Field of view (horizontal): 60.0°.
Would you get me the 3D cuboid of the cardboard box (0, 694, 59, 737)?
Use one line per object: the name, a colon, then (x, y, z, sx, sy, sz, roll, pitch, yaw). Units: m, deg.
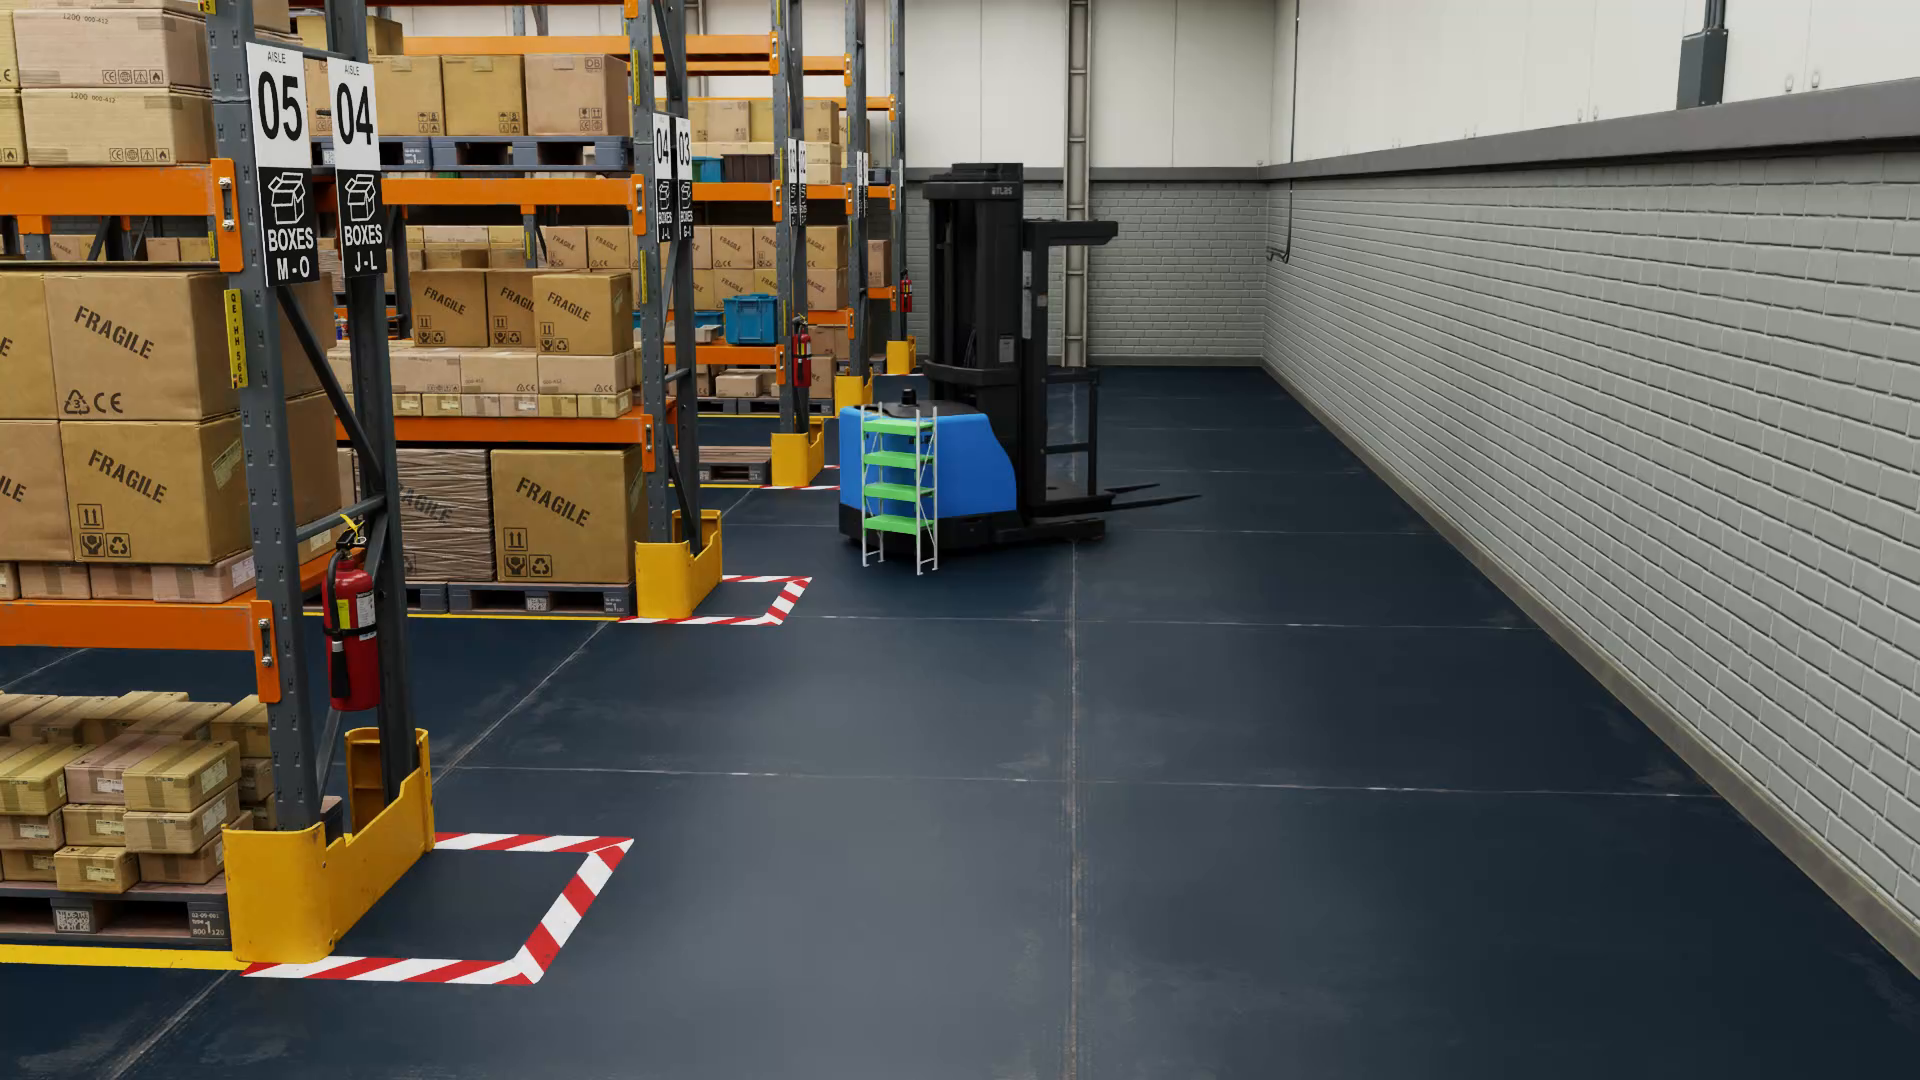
cardboard box: (-3.914, 0.758, 6.804, 0.250, 0.149, 0.380, 1, 12, 6)

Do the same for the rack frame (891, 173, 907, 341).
rack frame: (-0.934, -4.111, 25.595, 0.127, 3.000, 1.000, 1, 12, 4)

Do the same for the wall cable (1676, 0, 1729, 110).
wall cable: (3.484, -4.805, 6.402, 0.120, 5.999, 2.277, 1, 12, 4)

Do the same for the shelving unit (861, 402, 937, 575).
shelving unit: (-0.444, -0.382, 12.165, 0.503, 1.200, 0.258, 8, 14, 32)

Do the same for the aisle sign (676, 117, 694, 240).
aisle sign: (-1.835, -2.408, 11.104, 0.004, 0.787, 0.394, 1, 12, 4)

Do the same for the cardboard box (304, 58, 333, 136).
cardboard box: (-4.085, -2.859, 10.768, 0.500, 0.500, 0.700, 1, 12, 6)

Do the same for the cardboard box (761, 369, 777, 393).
cardboard box: (-2.284, -2.041, 21.338, 0.500, 0.250, 0.500, 1, 12, 4)

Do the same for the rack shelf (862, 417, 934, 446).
rack shelf: (-0.444, -0.789, 12.079, 0.480, 0.148, 0.258, 8, 14, 32)

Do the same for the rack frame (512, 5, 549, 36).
rack frame: (-5.252, -6.090, 20.404, 0.127, 3.000, 1.000, 1, 12, 4)

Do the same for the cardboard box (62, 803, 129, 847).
cardboard box: (-3.162, 1.017, 6.289, 0.250, 0.149, 0.380, 1, 12, 2)

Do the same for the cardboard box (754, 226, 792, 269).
cardboard box: (-2.228, -3.594, 20.437, 0.500, 0.500, 0.500, 1, 12, 5)

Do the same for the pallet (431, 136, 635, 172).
pallet: (-2.668, -2.508, 10.822, 1.213, 0.211, 1.003, 1, 12, 4)

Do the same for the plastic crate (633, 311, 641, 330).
plastic crate: (-3.134, -2.123, 16.354, 0.300, 0.233, 0.416, 1, 12, 4)

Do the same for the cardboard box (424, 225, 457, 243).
cardboard box: (-7.944, -4.726, 25.683, 0.500, 0.250, 0.500, 1, 12, 3)

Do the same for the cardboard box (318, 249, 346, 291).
cardboard box: (-7.708, -3.426, 21.049, 0.500, 0.500, 0.700, 3, 12, 14)

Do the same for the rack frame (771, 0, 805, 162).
rack frame: (-1.596, -5.023, 15.305, 0.127, 3.000, 1.000, 1, 12, 4)

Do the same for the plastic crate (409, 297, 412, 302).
plastic crate: (-5.099, -2.227, 16.479, 0.575, 0.384, 0.392, 1, 12, 4)

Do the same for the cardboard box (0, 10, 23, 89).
cardboard box: (-3.346, -1.664, 5.715, 0.500, 0.250, 0.500, 0, 12, 2)

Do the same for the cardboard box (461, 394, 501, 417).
cardboard box: (-3.064, -0.900, 10.860, 0.250, 0.149, 0.380, 1, 12, 5)

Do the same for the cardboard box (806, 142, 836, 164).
cardboard box: (-1.791, -4.693, 20.198, 0.500, 0.250, 0.500, 1, 12, 4)

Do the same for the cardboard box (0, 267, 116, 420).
cardboard box: (-3.338, -0.710, 5.922, 0.500, 0.500, 0.500, 0, 12, 2)

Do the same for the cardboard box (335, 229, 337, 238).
cardboard box: (-9.584, -4.802, 25.996, 0.250, 0.149, 0.380, -1, 12, -6)

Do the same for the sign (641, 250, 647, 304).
sign: (-1.977, -1.647, 10.410, 0.005, 0.325, 0.100, 1, 12, 4)

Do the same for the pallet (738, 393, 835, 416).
pallet: (-2.133, -1.746, 21.098, 1.213, 0.211, 1.003, 1, 12, 4)

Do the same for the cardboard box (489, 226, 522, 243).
cardboard box: (-6.935, -4.714, 25.626, 0.500, 0.250, 0.500, 1, 12, 3)

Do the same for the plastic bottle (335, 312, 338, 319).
plastic bottle: (-6.271, -2.172, 16.639, 0.097, 0.271, 0.097, 0, 12, 0)

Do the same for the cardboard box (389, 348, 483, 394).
cardboard box: (-3.442, -1.114, 10.906, 0.500, 0.250, 0.500, 0, 12, 2)

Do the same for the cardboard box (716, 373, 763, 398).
cardboard box: (-2.766, -1.945, 20.879, 0.500, 0.250, 0.500, 1, 12, 4)

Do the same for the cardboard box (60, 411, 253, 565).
cardboard box: (-2.825, -0.211, 5.982, 0.500, 0.500, 0.500, 1, 12, 5)

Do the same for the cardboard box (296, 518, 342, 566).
cardboard box: (-2.661, -0.012, 6.612, 0.250, 0.149, 0.380, 1, 12, 3)

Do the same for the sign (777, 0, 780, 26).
sign: (-1.617, -4.753, 14.800, 0.005, 0.325, 0.100, 1, 12, 4)

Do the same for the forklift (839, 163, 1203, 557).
forklift: (0.575, -1.502, 13.289, 3.031, 2.935, 1.130, -7, 14, -29)

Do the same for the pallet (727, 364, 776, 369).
pallet: (-2.951, -2.758, 25.938, 1.213, 0.211, 1.003, 1, 12, 4)

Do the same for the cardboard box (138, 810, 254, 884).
cardboard box: (-2.898, 1.162, 6.324, 0.250, 0.149, 0.380, 1, 12, 5)

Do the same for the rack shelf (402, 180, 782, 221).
rack shelf: (-3.592, -3.230, 15.817, 4.000, 0.370, 1.077, 1, 12, 4)

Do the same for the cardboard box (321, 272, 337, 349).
cardboard box: (-4.447, -1.496, 10.901, 0.500, 0.500, 0.500, 0, 12, 2)

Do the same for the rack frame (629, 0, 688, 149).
rack frame: (-1.927, -4.012, 10.468, 0.127, 3.000, 1.000, 1, 12, 4)

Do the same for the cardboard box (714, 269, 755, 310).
cardboard box: (-2.742, -3.113, 20.578, 0.500, 0.500, 0.500, 1, 12, 4)

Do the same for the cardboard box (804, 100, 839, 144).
cardboard box: (-1.775, -5.109, 20.354, 0.500, 0.500, 0.700, 1, 12, 4)

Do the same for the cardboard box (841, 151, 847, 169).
cardboard box: (-1.682, -5.716, 25.038, 0.500, 0.250, 0.500, 1, 12, 5)

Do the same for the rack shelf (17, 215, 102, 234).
rack shelf: (-7.914, -2.273, 11.241, 4.000, 0.370, 1.077, 1, 12, 4)

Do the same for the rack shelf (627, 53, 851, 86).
rack shelf: (-3.257, -5.709, 20.347, 4.000, 0.370, 1.077, 1, 12, 4)

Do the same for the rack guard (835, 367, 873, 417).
rack guard: (-1.337, -1.876, 21.017, 0.348, 0.500, 1.175, 1, 12, 4)

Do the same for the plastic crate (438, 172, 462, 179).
plastic crate: (-5.144, -3.562, 16.163, 0.662, 0.188, 0.450, 1, 12, 4)

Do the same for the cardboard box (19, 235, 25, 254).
cardboard box: (-14.400, -4.537, 26.115, 0.500, 0.500, 0.500, 0, 12, 2)
